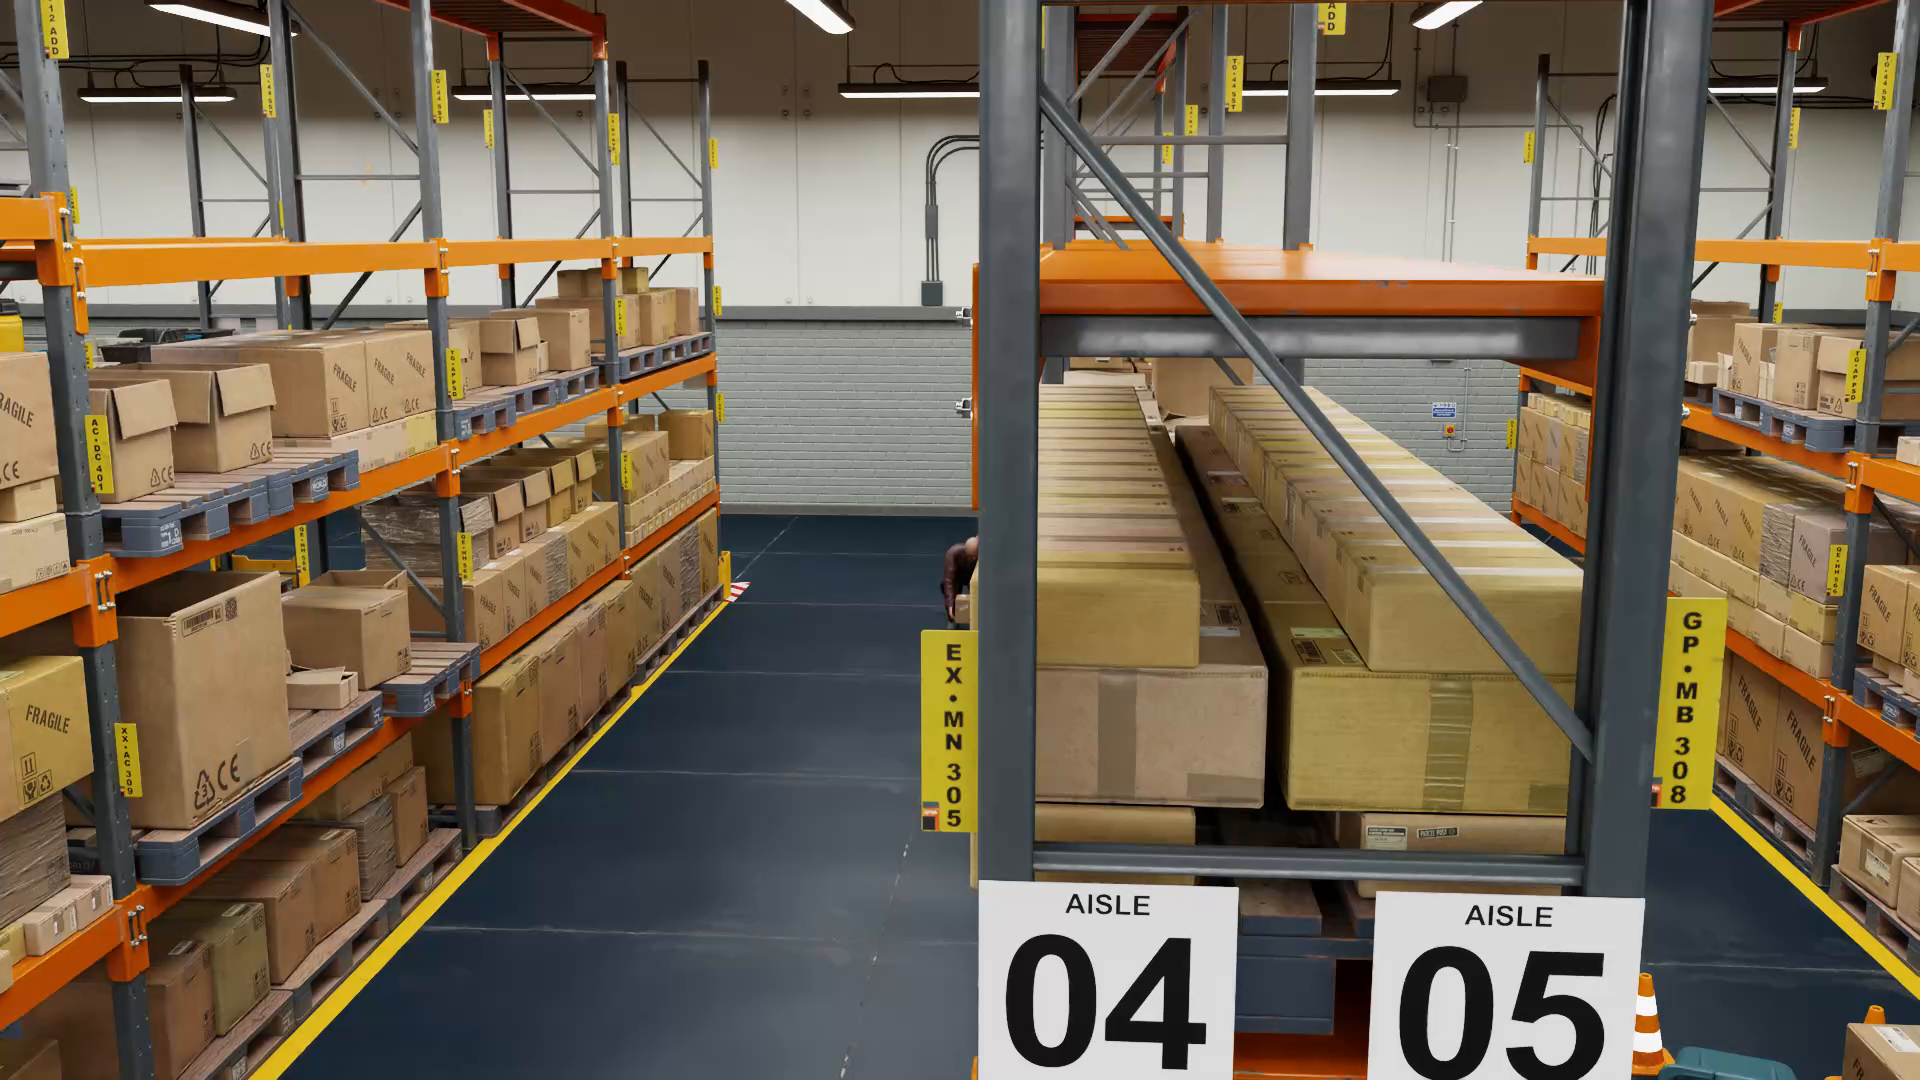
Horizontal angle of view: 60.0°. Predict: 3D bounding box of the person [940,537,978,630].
[{"bbox_3d":[0.090,0.445,17.564,0.612,1.051,0.888,0,11,-1],"label":"person"}]
